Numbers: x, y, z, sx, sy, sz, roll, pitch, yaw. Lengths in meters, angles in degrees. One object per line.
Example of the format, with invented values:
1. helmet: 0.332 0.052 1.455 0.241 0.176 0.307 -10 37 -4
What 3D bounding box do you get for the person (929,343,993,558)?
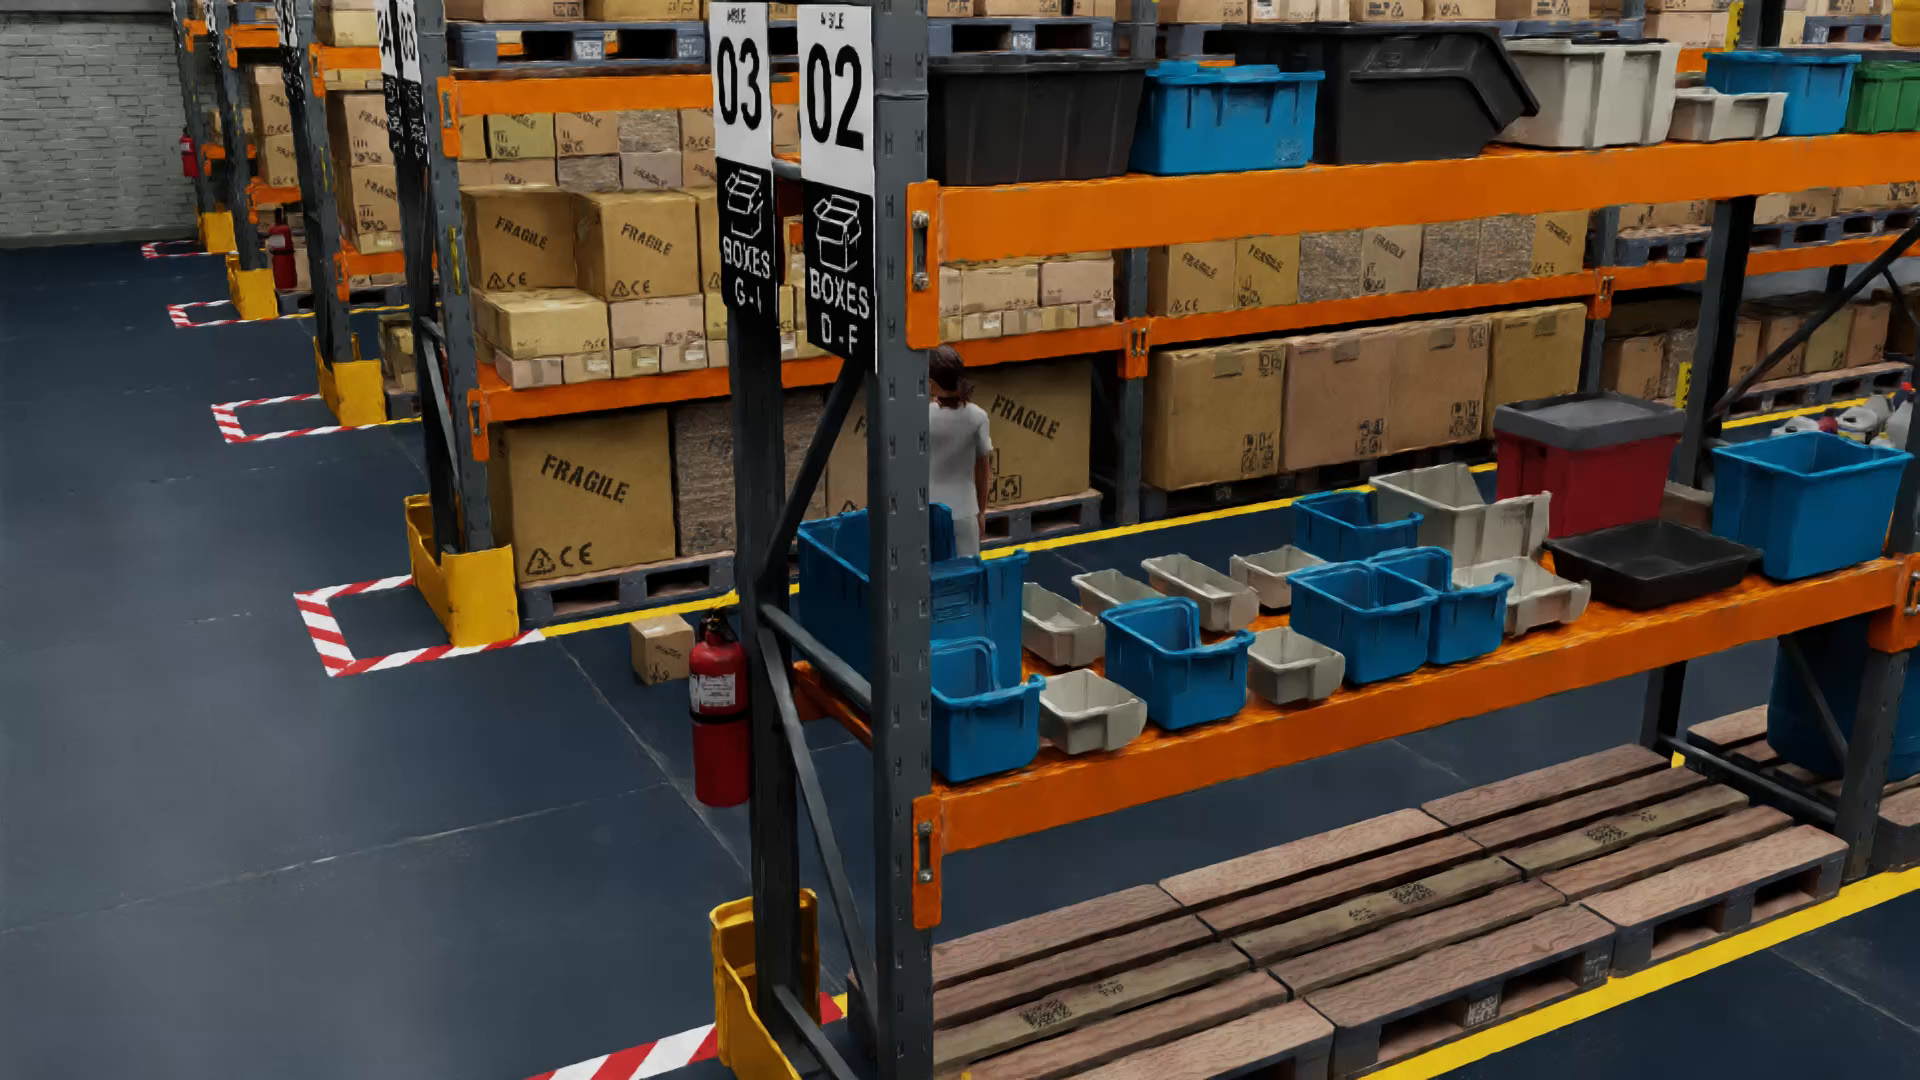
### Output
1. person: -0.084 -0.094 7.766 0.528 1.675 0.411 -5 19 -14
